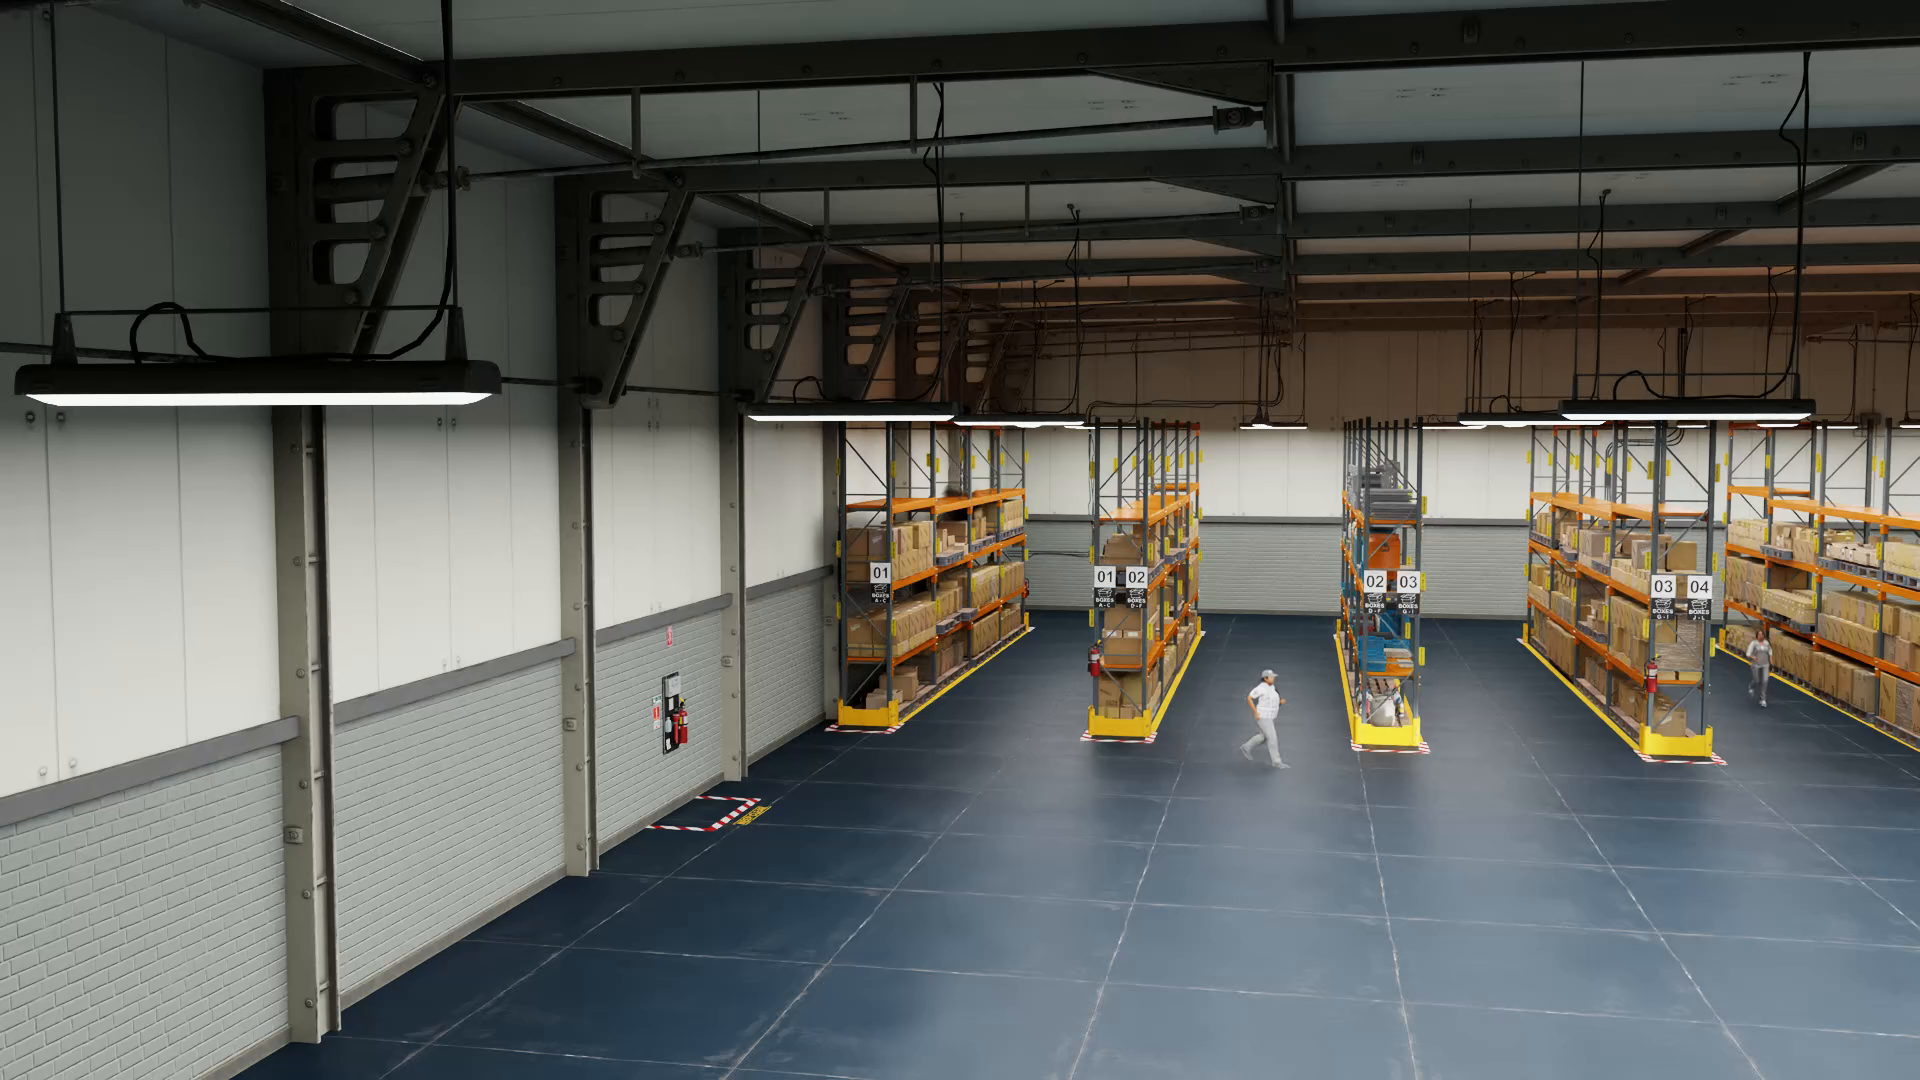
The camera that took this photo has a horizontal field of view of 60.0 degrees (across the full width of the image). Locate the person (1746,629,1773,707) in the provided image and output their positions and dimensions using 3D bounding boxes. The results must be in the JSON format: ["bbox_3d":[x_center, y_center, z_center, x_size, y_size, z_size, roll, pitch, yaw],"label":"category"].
[{"bbox_3d":[16.820,2.670,34.961,0.554,1.589,0.866,1,4,11],"label":"person"}]

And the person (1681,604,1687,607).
[{"bbox_3d":[18.413,2.076,41.876,0.666,1.787,0.984,1,4,16],"label":"person"}]

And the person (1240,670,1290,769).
[{"bbox_3d":[5.192,3.029,28.358,0.936,1.655,0.605,2,4,33],"label":"person"}]
